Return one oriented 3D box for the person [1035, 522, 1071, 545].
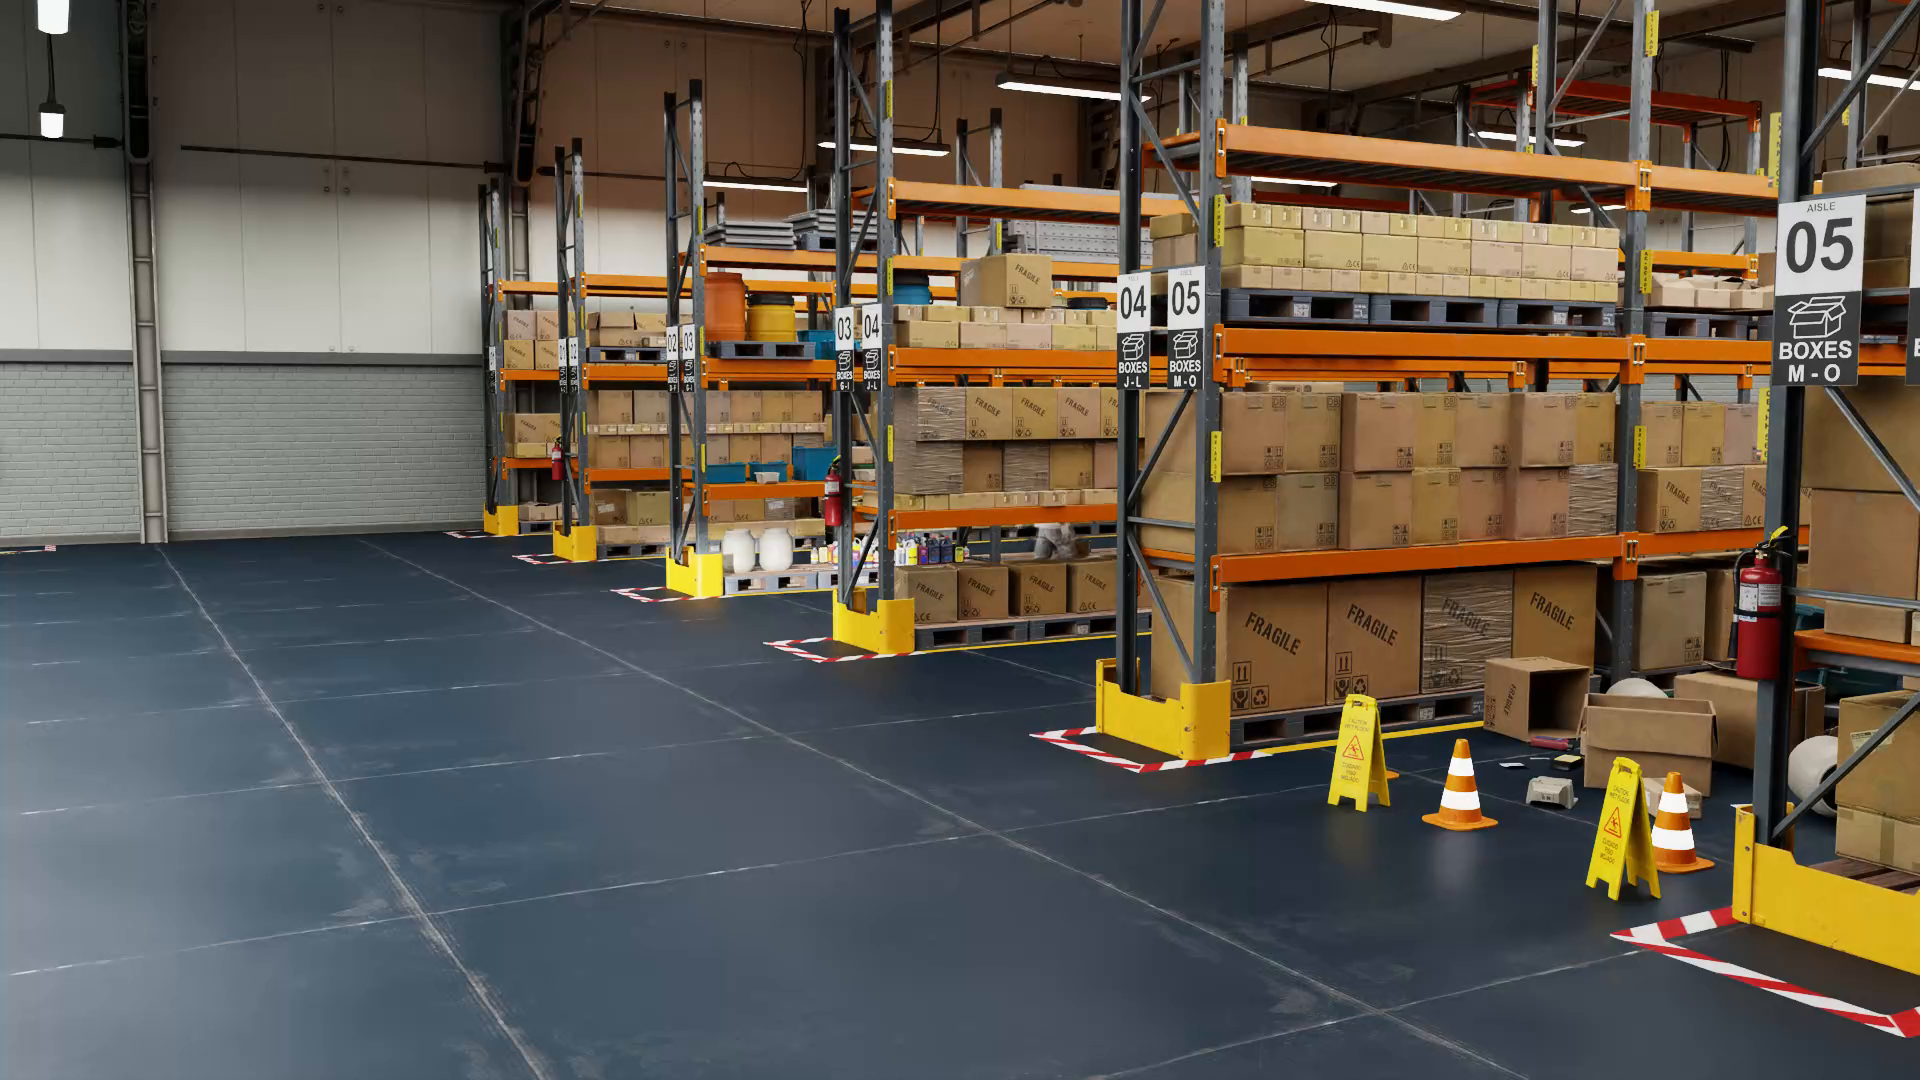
[{"bbox_3d":[1.129,-0.137,18.571,0.882,1.750,0.553,-3,6,-29],"label":"person"}]
